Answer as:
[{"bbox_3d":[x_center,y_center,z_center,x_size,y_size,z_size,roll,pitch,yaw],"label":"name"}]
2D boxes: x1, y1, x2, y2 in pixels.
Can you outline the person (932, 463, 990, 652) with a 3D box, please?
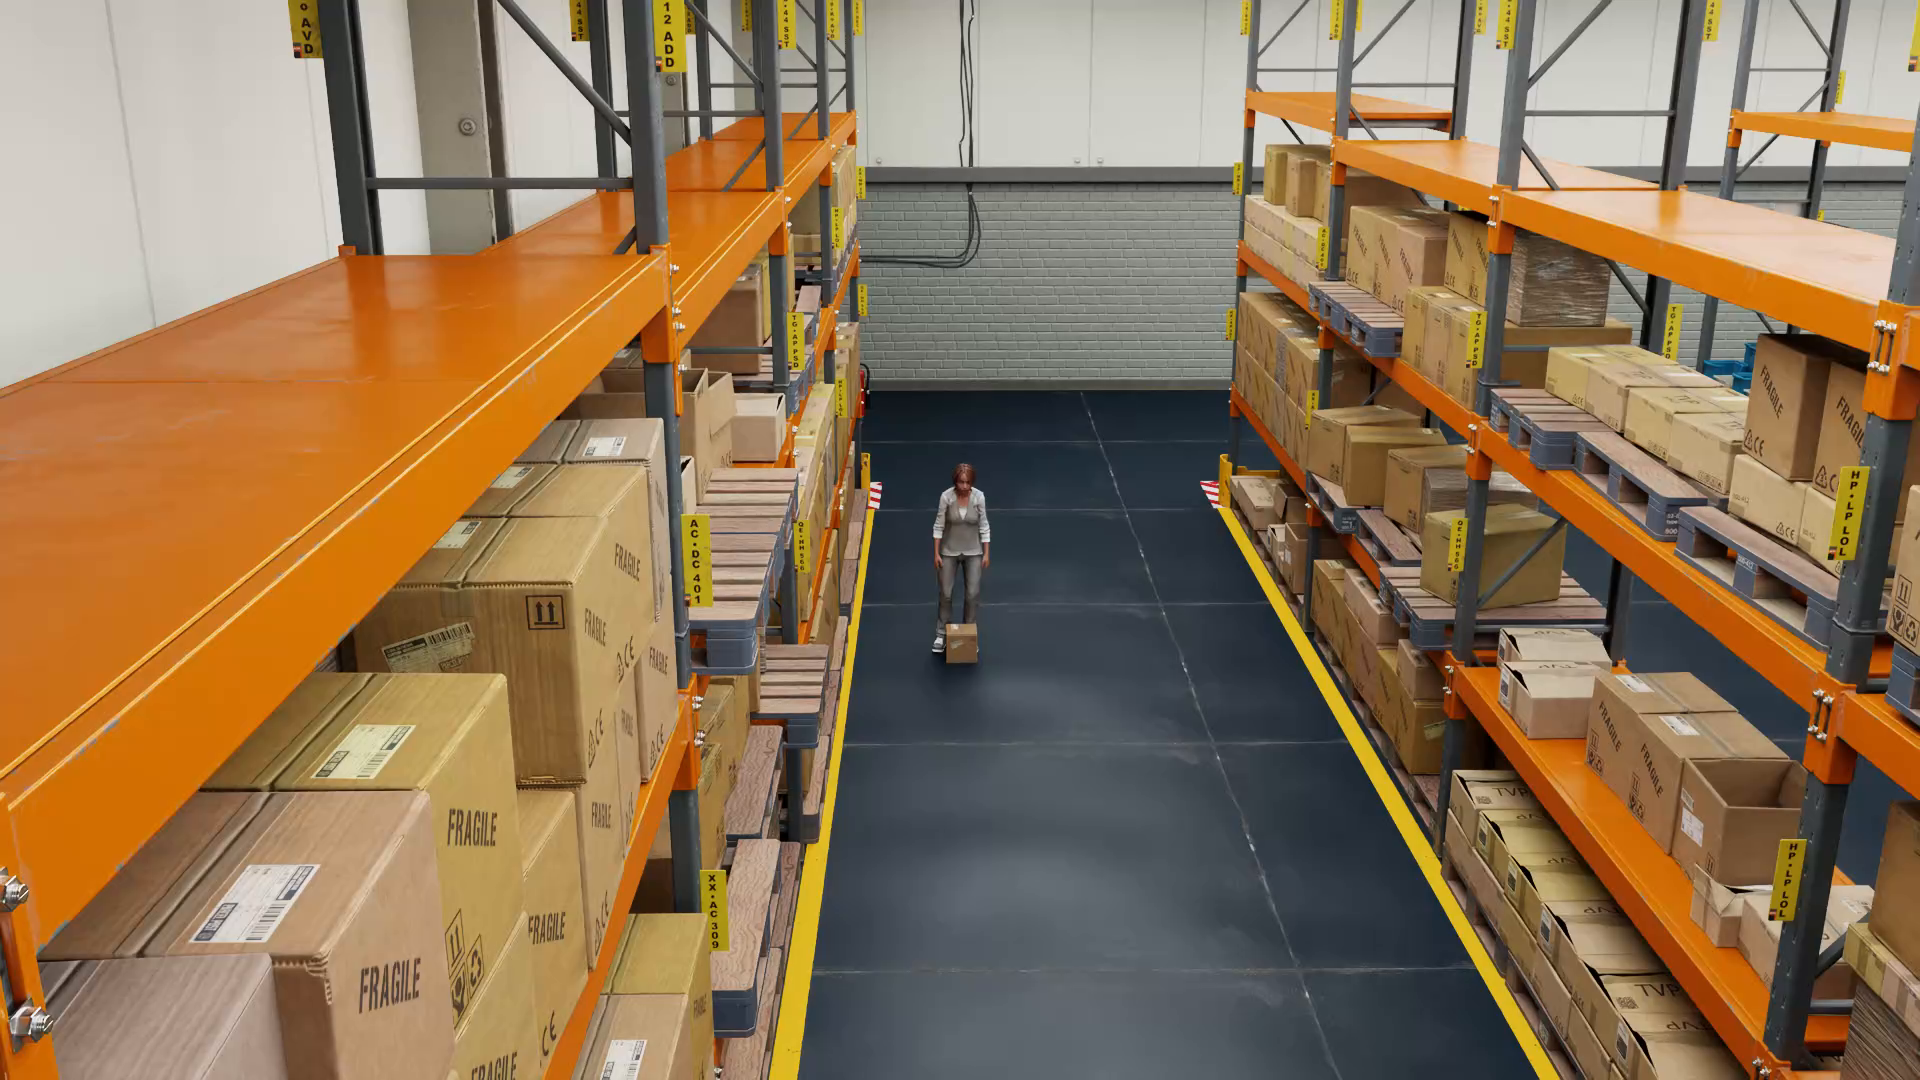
[{"bbox_3d":[0.006,0.139,13.610,0.485,1.594,0.371,-1,17,-3],"label":"person"}]
